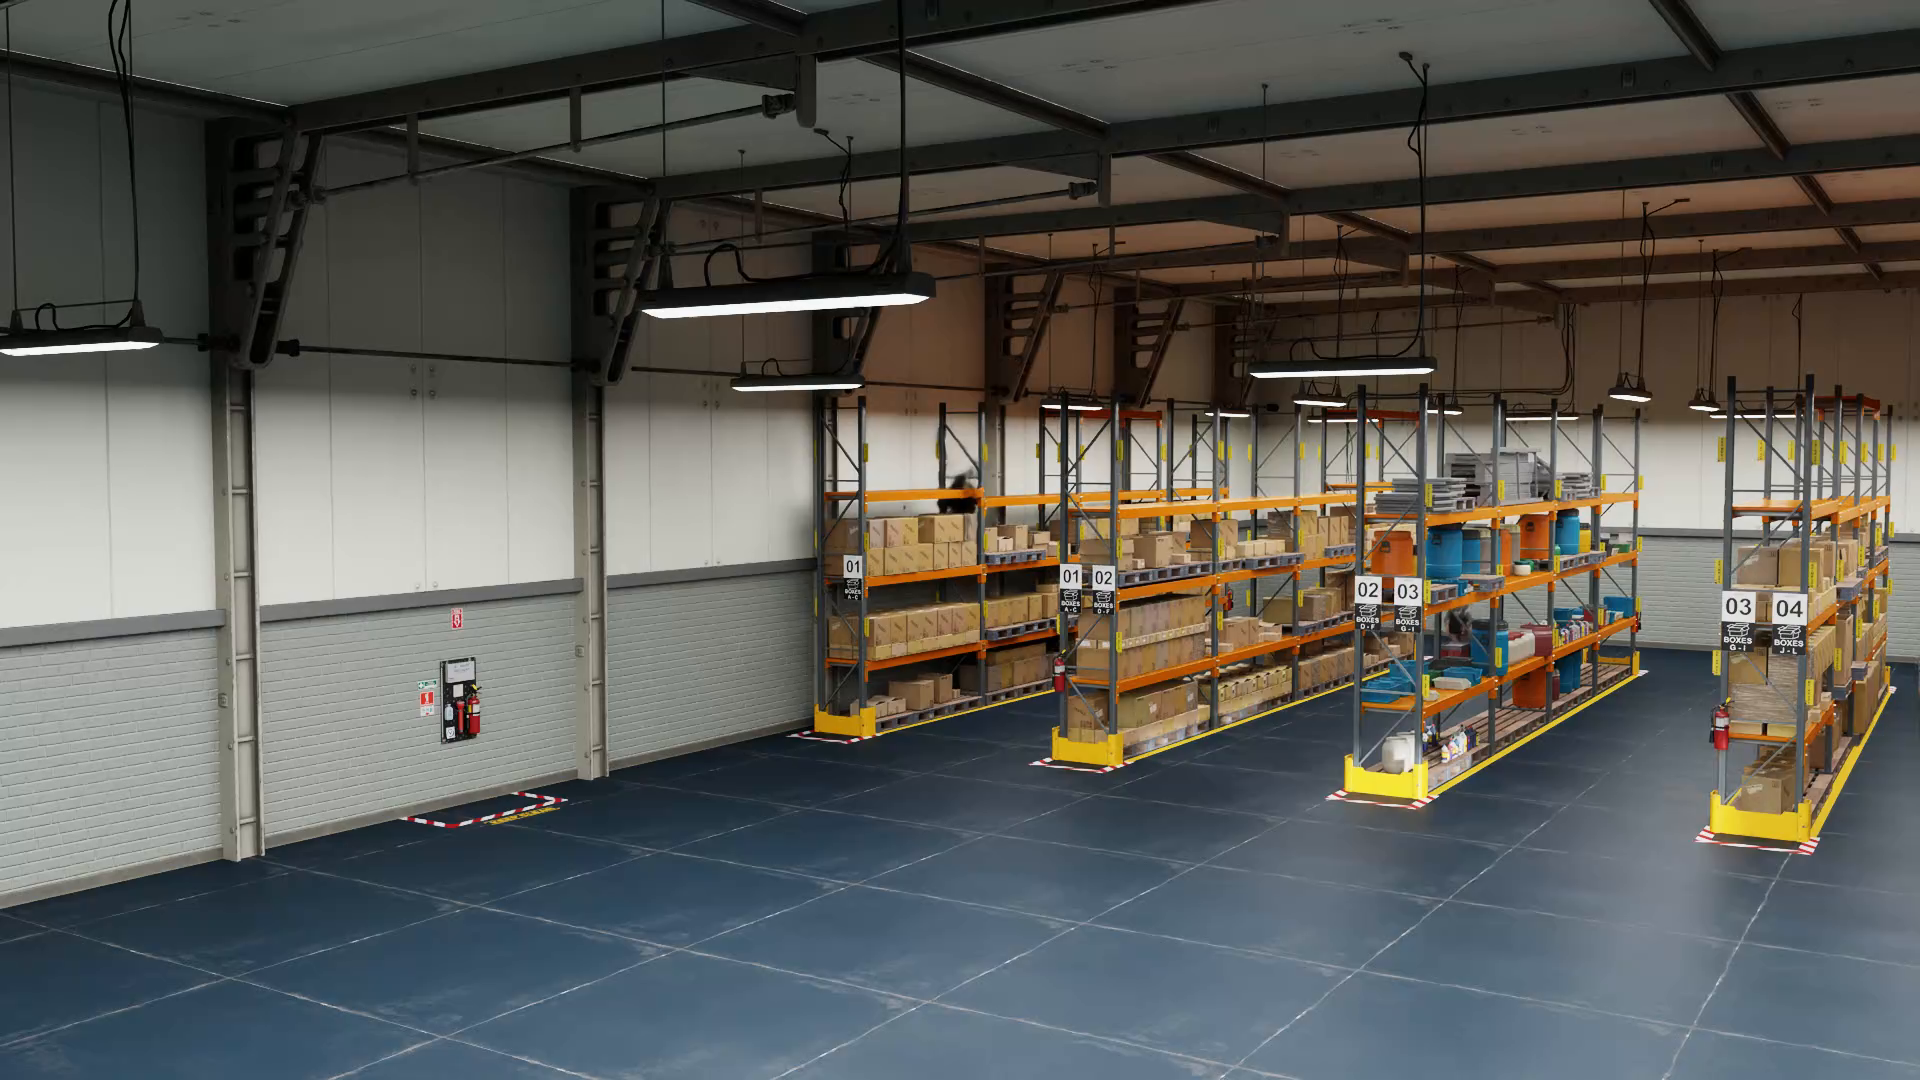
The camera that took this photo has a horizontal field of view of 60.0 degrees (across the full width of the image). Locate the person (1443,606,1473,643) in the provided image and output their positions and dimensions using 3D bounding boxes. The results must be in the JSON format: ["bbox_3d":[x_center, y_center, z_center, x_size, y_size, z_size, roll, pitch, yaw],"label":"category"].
[{"bbox_3d":[11.432,2.159,38.175,0.676,1.705,0.684,1,3,26],"label":"person"}]
